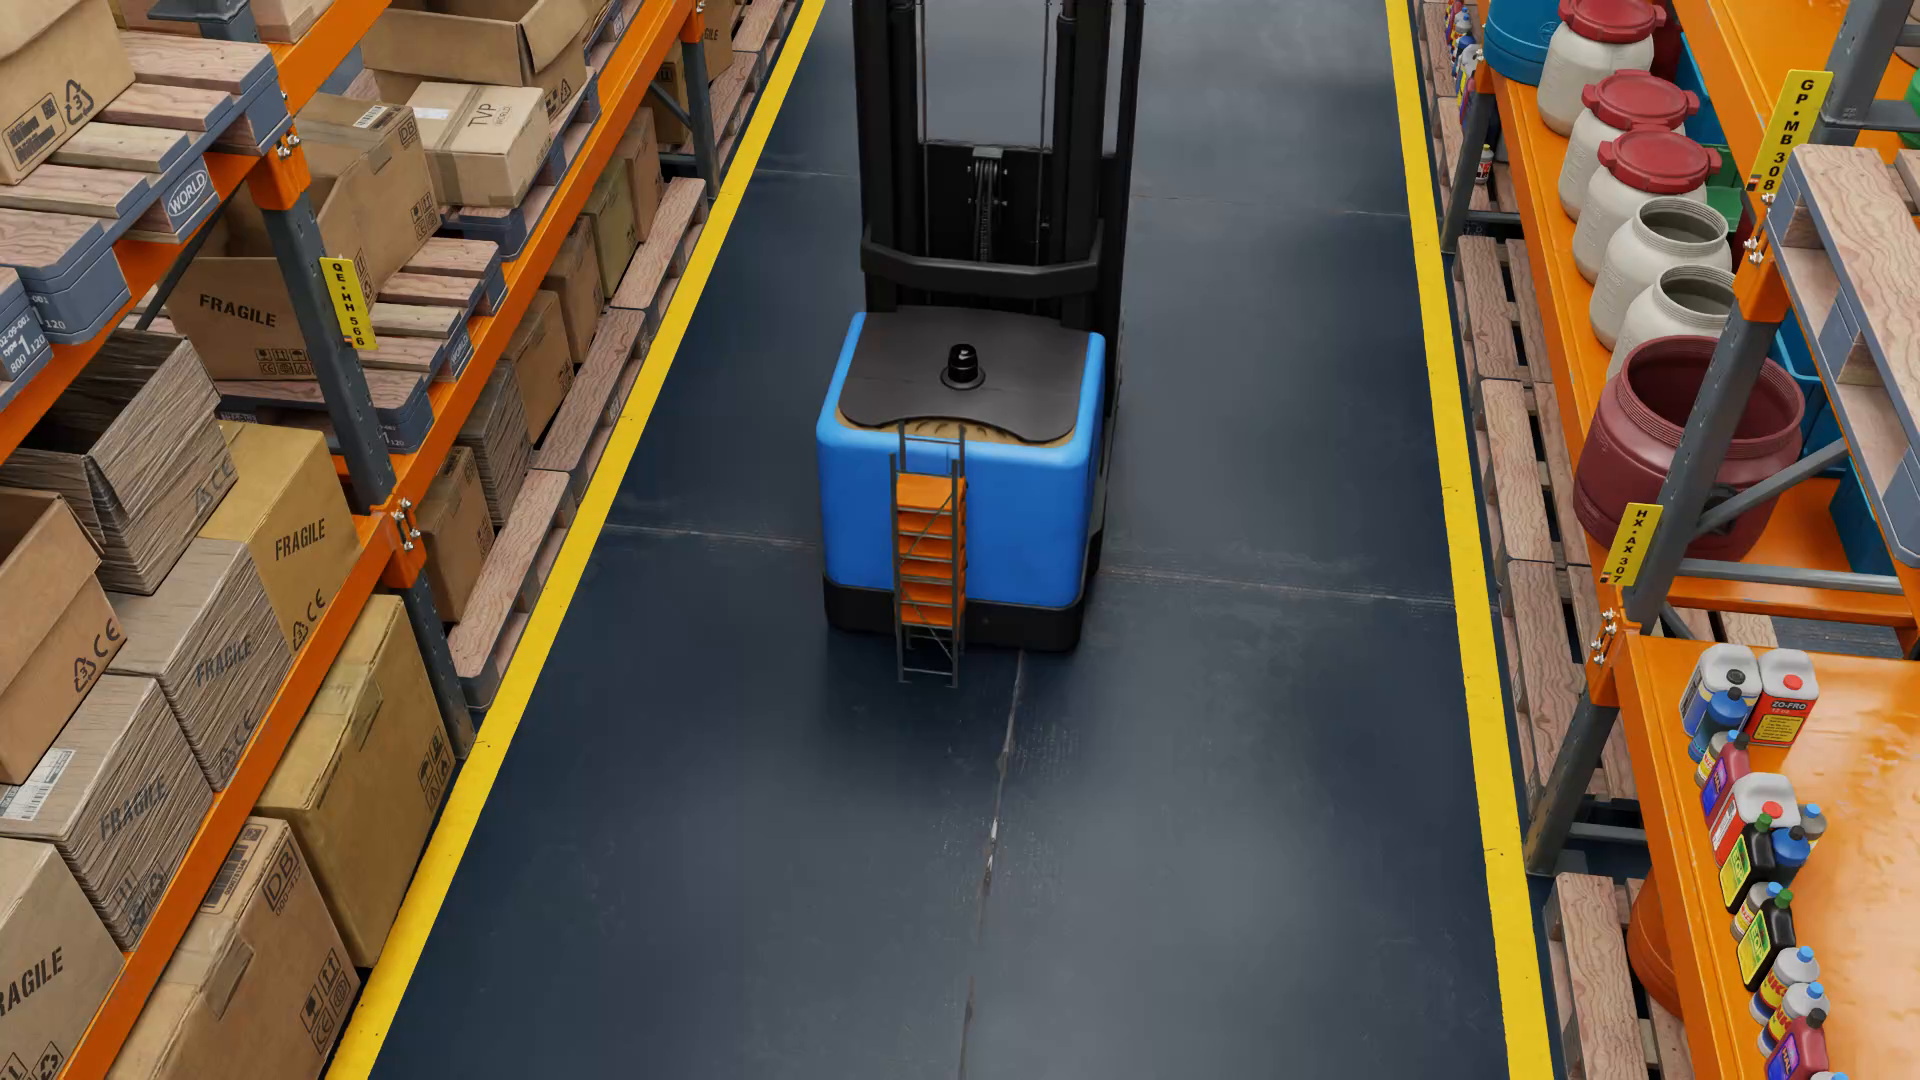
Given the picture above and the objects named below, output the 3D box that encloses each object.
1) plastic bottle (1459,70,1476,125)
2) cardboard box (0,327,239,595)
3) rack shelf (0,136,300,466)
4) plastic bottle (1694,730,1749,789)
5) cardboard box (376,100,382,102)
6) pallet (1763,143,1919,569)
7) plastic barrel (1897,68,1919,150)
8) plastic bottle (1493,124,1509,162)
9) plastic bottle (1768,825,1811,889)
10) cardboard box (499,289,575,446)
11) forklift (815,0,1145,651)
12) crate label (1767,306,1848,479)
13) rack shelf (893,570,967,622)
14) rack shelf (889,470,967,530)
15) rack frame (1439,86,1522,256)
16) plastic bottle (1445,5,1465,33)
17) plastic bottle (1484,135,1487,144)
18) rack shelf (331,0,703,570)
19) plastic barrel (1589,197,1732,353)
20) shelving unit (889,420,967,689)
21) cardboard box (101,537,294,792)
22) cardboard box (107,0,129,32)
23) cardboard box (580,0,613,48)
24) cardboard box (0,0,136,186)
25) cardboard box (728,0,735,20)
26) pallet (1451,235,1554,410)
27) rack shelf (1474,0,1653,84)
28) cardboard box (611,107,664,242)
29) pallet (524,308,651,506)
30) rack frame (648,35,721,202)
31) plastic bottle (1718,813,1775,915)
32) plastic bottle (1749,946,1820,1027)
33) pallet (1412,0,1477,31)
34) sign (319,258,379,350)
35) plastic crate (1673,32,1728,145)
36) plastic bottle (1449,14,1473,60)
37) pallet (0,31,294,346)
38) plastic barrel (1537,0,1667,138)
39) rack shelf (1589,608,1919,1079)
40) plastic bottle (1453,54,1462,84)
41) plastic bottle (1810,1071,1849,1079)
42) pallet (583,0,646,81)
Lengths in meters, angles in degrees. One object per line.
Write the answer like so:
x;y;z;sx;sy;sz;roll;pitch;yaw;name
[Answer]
2.869;-2.490;9.354;0.061;0.283;0.133;8;44;8;plastic bottle
-2.487;-0.234;4.513;0.797;0.503;0.637;7;44;7;cardboard box
-2.639;0.205;3.193;1.077;0.370;4.000;5;44;6;rack shelf
2.102;0.601;4.578;0.097;0.201;0.097;0;43;0;plastic bottle
-2.422;-1.595;6.545;0.396;0.266;0.258;4;44;4;cardboard box
2.337;-0.388;3.434;1.003;0.211;1.213;5;44;6;pallet
2.517;-1.086;4.146;0.294;0.245;0.294;0;43;0;plastic barrel
3.006;-2.256;9.057;0.144;0.351;0.185;5;44;6;plastic bottle
2.114;0.830;4.286;0.097;0.271;0.097;0;43;0;plastic bottle
-2.177;-0.807;7.418;0.700;0.500;0.500;9;44;9;cardboard box
0.177;-1.638;6.848;1.130;2.935;3.031;6;44;6;forklift
2.935;-0.545;5.618;0.502;0.435;0.616;5;44;6;crate label
-0.114;0.201;6.404;0.258;0.103;0.180;6;44;6;rack shelf
-0.114;-0.147;6.074;0.258;0.103;0.180;6;44;6;rack shelf
3.064;-2.606;7.820;1.000;3.000;0.127;5;44;6;rack frame
3.030;-3.198;10.161;0.097;0.201;0.097;0;43;0;plastic bottle
2.801;-2.137;8.981;0.061;0.283;0.133;7;44;8;plastic bottle
-2.110;-1.432;7.104;1.077;0.370;4.000;5;44;6;rack shelf
2.515;-0.928;5.967;0.421;0.512;0.421;0;43;0;plastic barrel
-0.114;0.082;6.291;0.258;1.200;0.189;6;44;6;shelving unit
-2.266;0.332;4.645;0.500;0.500;0.500;5;44;5;cardboard box
-2.555;-1.711;4.803;0.500;0.250;0.500;5;44;6;cardboard box
-2.089;-2.898;7.387;1.000;1.000;1.000;6;44;6;cardboard box
-2.384;-1.187;3.760;0.797;0.503;0.637;8;44;8;cardboard box
-1.681;-3.391;10.162;0.500;0.500;0.500;2;43;2;cardboard box
2.999;-1.055;8.210;1.003;0.211;1.213;5;44;6;pallet
3.328;-3.708;9.507;1.077;0.370;4.000;5;44;6;rack shelf
-1.948;-1.892;8.564;0.700;0.500;0.500;2;43;2;cardboard box
-2.106;-0.679;7.814;1.003;0.211;1.213;5;44;6;pallet
-1.846;-3.056;8.296;1.000;3.000;0.127;5;44;6;rack frame
2.033;0.831;4.276;0.061;0.283;0.133;5;44;6;plastic bottle
2.006;1.072;4.029;0.097;0.271;0.097;0;43;0;plastic bottle
3.517;-3.710;11.015;1.003;0.211;1.213;5;44;6;pallet
-1.824;-0.702;4.968;0.100;0.325;0.005;5;44;6;sign
3.226;-1.820;7.002;0.392;0.384;0.575;5;44;6;plastic crate
2.986;-2.992;9.893;0.097;0.271;0.097;0;43;0;plastic bottle
-2.407;-0.907;3.982;1.213;0.211;1.003;7;44;7;pallet
2.720;-2.023;7.106;0.433;0.535;0.433;0;43;0;plastic barrel
2.271;1.744;3.749;1.077;0.370;4.000;5;44;6;rack shelf
2.945;-2.759;9.697;0.097;0.201;0.097;0;43;0;plastic bottle
1.962;1.296;3.793;0.097;0.271;0.097;0;43;0;plastic bottle
-2.091;-2.479;7.826;1.003;0.211;1.213;5;44;6;pallet
